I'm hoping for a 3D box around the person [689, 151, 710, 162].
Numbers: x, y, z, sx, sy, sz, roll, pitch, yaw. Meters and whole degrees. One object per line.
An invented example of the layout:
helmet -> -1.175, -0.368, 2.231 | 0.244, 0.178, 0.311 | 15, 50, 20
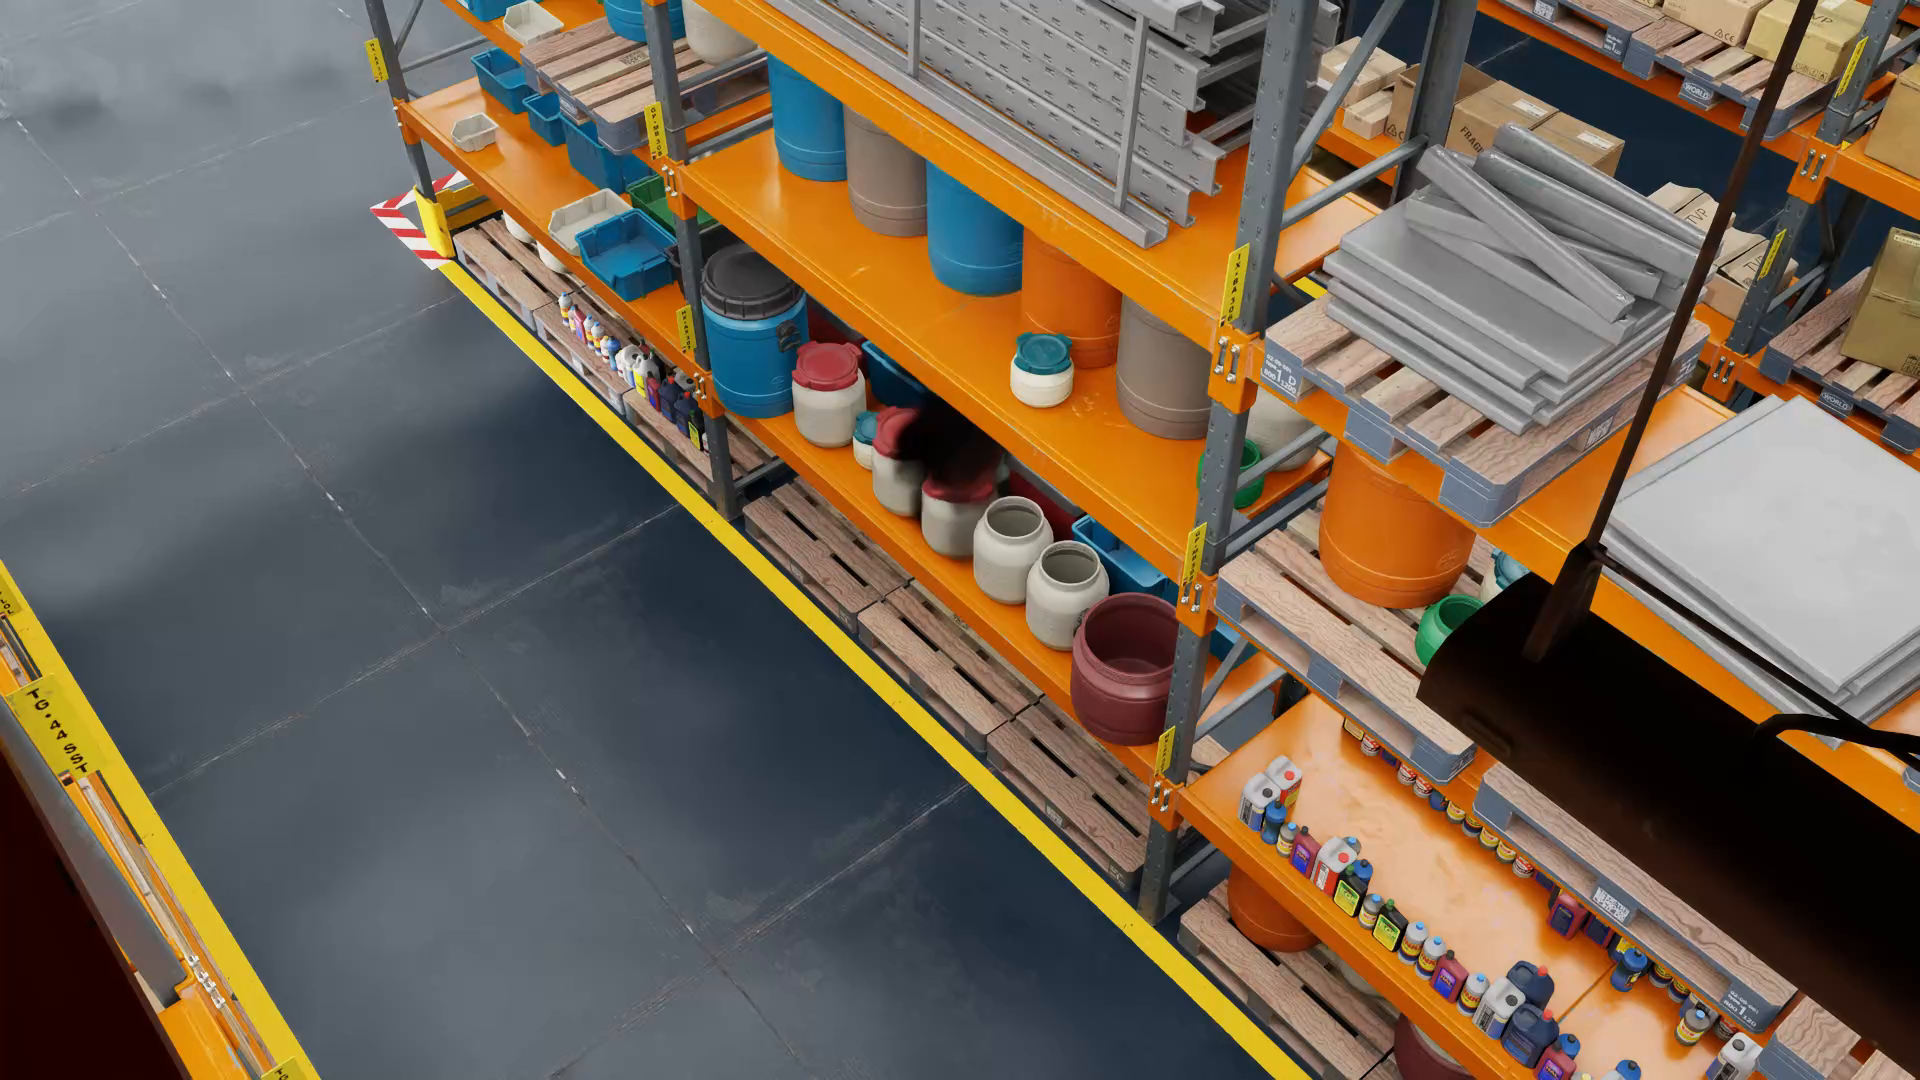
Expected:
person -> -2.245, -3.583, 13.251 | 0.568, 1.617, 0.715 | -32, 54, -27
